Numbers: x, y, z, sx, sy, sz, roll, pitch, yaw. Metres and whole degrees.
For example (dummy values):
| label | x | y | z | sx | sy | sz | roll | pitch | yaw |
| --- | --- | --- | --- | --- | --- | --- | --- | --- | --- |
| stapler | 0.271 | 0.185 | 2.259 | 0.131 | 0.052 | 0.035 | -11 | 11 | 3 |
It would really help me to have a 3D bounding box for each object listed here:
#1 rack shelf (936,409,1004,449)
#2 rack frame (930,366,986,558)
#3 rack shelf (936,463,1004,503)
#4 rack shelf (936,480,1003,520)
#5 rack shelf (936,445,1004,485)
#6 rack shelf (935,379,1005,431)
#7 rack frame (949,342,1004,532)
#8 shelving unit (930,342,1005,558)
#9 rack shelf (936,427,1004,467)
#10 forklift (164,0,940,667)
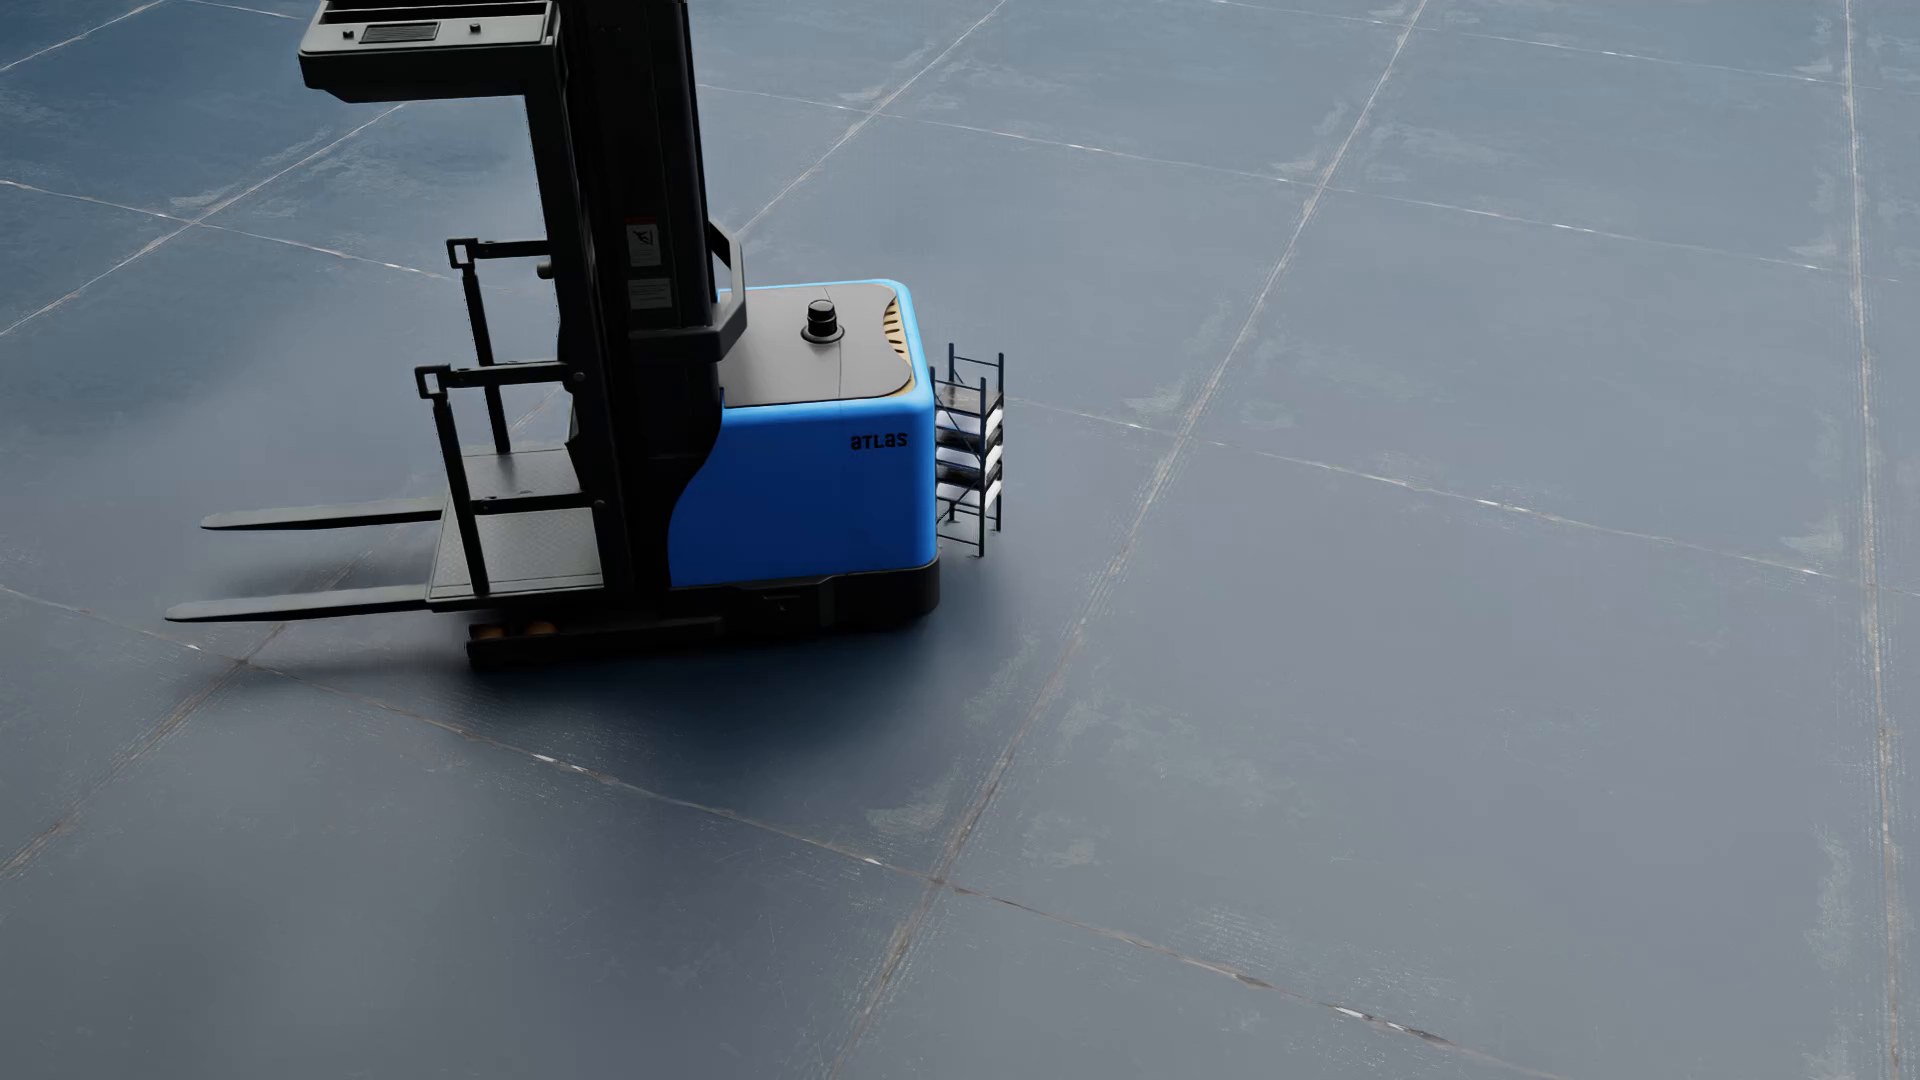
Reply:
| label | x | y | z | sx | sy | sz | roll | pitch | yaw |
| --- | --- | --- | --- | --- | --- | --- | --- | --- | --- |
| rack shelf | 0.029 | -0.485 | 6.902 | 0.258 | 0.077 | 0.200 | 13 | 39 | 17 |
| rack frame | -0.009 | -0.311 | 6.915 | 0.240 | 0.900 | 0.006 | 13 | 39 | 17 |
| rack shelf | 0.029 | -0.269 | 7.064 | 0.258 | 0.077 | 0.200 | 13 | 39 | 17 |
| rack shelf | 0.029 | -0.197 | 7.118 | 0.258 | 0.077 | 0.200 | 13 | 39 | 17 |
| rack shelf | 0.029 | -0.341 | 7.010 | 0.258 | 0.077 | 0.200 | 13 | 39 | 17 |
| rack shelf | 0.029 | -0.557 | 6.848 | 0.258 | 0.077 | 0.200 | 13 | 39 | 17 |
| rack frame | 0.067 | -0.424 | 7.066 | 0.240 | 0.900 | 0.006 | 13 | 39 | 17 |
| shelving unit | 0.029 | -0.368 | 6.990 | 0.258 | 0.900 | 0.210 | 13 | 39 | 17 |
| rack shelf | 0.029 | -0.413 | 6.956 | 0.258 | 0.077 | 0.200 | 13 | 39 | 17 |
| forklift | -1.641 | -1.008 | 6.150 | 3.031 | 2.935 | 1.130 | -5 | 37 | -6 |
